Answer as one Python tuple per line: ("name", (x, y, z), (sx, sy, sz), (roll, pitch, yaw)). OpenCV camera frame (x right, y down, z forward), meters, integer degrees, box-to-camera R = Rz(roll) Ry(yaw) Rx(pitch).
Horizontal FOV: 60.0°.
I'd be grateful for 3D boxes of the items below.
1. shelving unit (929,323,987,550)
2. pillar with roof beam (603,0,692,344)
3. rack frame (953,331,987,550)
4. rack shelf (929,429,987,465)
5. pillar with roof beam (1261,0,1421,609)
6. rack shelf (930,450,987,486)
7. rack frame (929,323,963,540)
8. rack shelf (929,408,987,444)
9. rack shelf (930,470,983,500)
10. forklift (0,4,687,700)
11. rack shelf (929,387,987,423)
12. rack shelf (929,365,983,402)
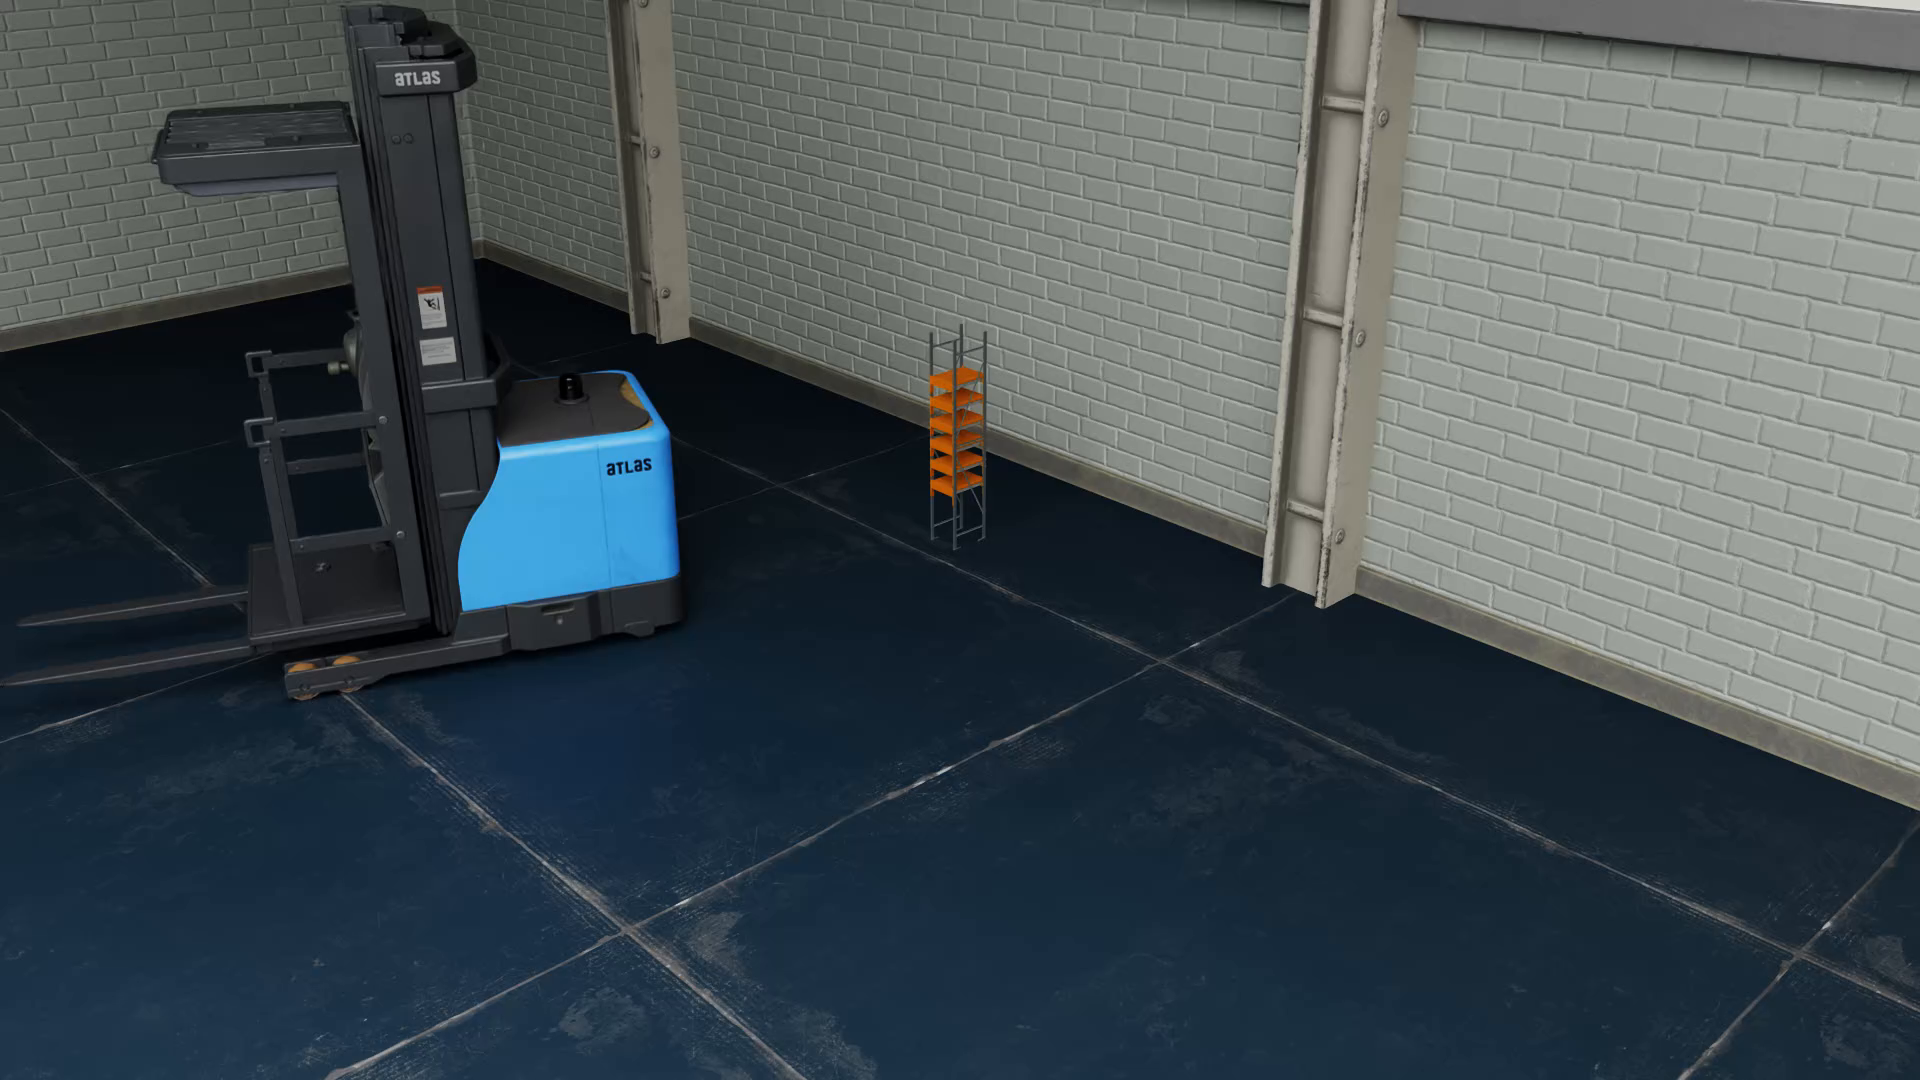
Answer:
("shelving unit", (-0.010, -0.550, 9.011), (0.258, 1.200, 0.189), (-21, 32, -38))
("pillar with roof beam", (-5.415, -4.442, 8.145), (9.100, 9.000, 0.400), (-21, 32, -38))
("rack frame", (0.053, -0.523, 8.950), (0.240, 1.200, 0.006), (-21, 32, -38))
("rack shelf", (-0.010, -0.510, 9.029), (0.258, 0.103, 0.180), (-21, 32, -38))
("pillar with roof beam", (-1.314, -2.624, 4.161), (9.100, 9.000, 0.400), (-21, 32, -38))
("rack shelf", (-0.010, -0.401, 9.079), (0.258, 0.103, 0.180), (-21, 32, -38))
("rack frame", (-0.072, -0.578, 9.071), (0.240, 1.200, 0.006), (-21, 32, -38))
("rack shelf", (-0.010, -0.619, 8.979), (0.258, 0.103, 0.180), (-21, 32, -38))
("rack shelf", (-0.010, -0.291, 9.129), (0.258, 0.103, 0.180), (-21, 32, -38))
("forklift", (-2.930, -0.847, 7.575), (3.031, 2.935, 1.130), (-9, 26, -19))
("rack shelf", (-0.010, -0.728, 8.929), (0.258, 0.103, 0.180), (-21, 32, -38))
("rack shelf", (-0.010, -0.837, 8.880), (0.258, 0.103, 0.180), (-21, 32, -38))
